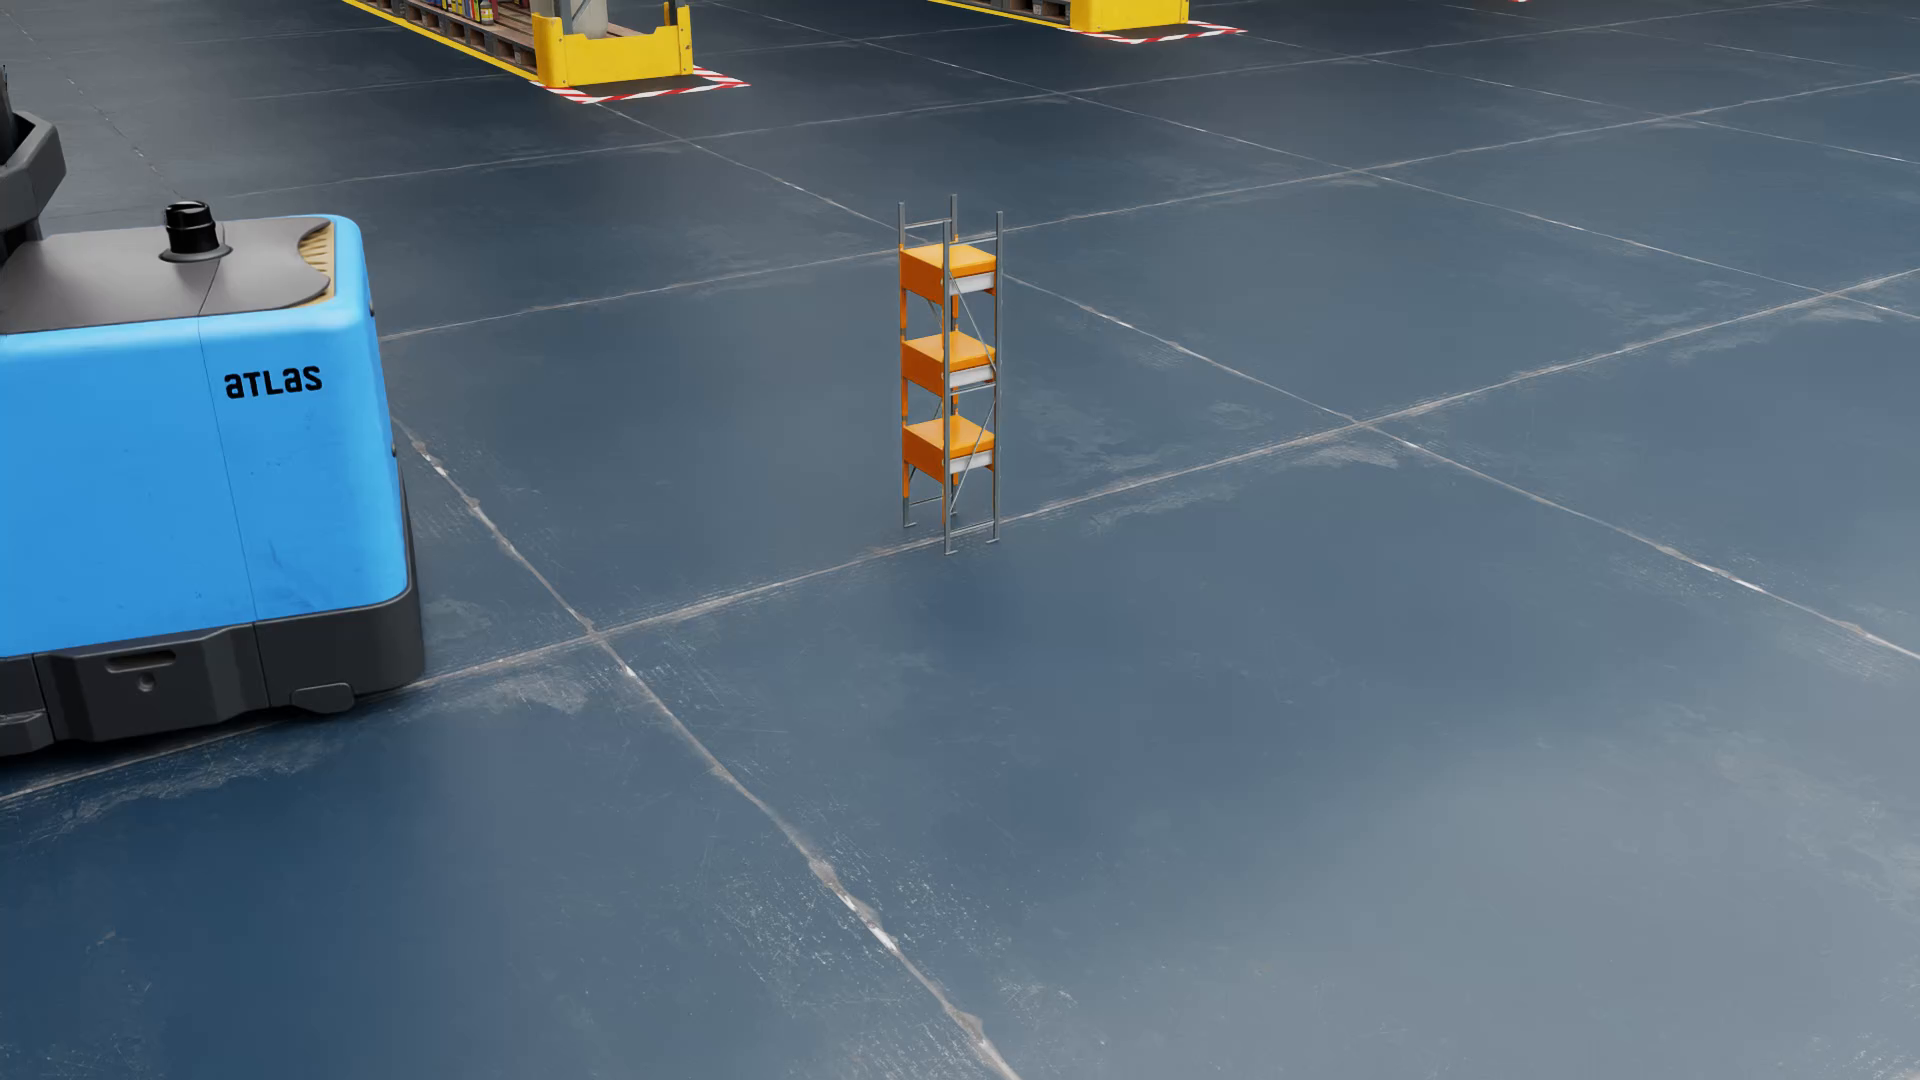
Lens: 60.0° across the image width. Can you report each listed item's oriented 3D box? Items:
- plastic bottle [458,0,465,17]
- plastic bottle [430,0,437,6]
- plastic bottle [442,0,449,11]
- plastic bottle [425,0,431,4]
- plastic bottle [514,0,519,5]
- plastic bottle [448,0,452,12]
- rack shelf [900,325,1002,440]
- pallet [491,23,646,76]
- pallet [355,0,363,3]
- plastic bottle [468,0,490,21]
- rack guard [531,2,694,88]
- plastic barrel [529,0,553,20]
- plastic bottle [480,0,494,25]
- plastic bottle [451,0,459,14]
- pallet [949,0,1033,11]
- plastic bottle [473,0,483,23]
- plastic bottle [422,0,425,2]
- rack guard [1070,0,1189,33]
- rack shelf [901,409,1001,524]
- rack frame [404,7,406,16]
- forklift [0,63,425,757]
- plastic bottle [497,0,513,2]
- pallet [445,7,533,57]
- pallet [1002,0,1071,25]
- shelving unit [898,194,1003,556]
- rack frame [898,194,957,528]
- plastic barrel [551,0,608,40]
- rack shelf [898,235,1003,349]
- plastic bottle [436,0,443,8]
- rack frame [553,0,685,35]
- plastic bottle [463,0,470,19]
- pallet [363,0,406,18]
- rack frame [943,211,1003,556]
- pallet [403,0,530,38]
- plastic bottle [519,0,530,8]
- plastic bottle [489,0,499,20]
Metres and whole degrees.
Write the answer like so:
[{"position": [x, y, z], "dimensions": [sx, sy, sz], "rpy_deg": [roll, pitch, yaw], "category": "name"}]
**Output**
[{"position": [-4.208, -4.655, 14.184], "dimensions": [0.144, 0.351, 0.185], "rpy_deg": [-14, 29, -27], "category": "plastic bottle"}, {"position": [-4.645, -4.941, 14.790], "dimensions": [0.144, 0.351, 0.185], "rpy_deg": [-15, 29, -28], "category": "plastic bottle"}, {"position": [-4.487, -4.774, 14.516], "dimensions": [0.061, 0.283, 0.133], "rpy_deg": [-14, 29, -27], "category": "plastic bottle"}, {"position": [-4.732, -4.967, 14.934], "dimensions": [0.152, 0.276, 0.135], "rpy_deg": [-14, 29, -28], "category": "plastic bottle"}, {"position": [-3.936, -4.916, 14.815], "dimensions": [0.061, 0.283, 0.133], "rpy_deg": [-16, 29, -30], "category": "plastic bottle"}, {"position": [-4.407, -4.699, 14.453], "dimensions": [0.097, 0.201, 0.097], "rpy_deg": [0, 25, 0], "category": "plastic bottle"}, {"position": [-0.029, -0.484, 5.071], "dimensions": [0.215, 0.259, 0.240], "rpy_deg": [-16, 29, -30], "category": "rack shelf"}, {"position": [-3.074, -3.942, 13.352], "dimensions": [1.003, 0.211, 1.213], "rpy_deg": [-16, 29, -30], "category": "pallet"}, {"position": [-5.869, -5.773, 17.232], "dimensions": [1.003, 0.211, 1.213], "rpy_deg": [-16, 29, -30], "category": "pallet"}, {"position": [-4.039, -4.513, 13.972], "dimensions": [0.152, 0.276, 0.135], "rpy_deg": [-15, 29, -29], "category": "plastic bottle"}, {"position": [-2.635, -3.780, 12.673], "dimensions": [1.175, 0.500, 0.348], "rpy_deg": [-16, 29, -30], "category": "rack guard"}, {"position": [-3.251, -4.356, 13.387], "dimensions": [0.421, 0.512, 0.421], "rpy_deg": [0, 25, 0], "category": "plastic barrel"}, {"position": [-3.924, -4.383, 13.783], "dimensions": [0.097, 0.201, 0.097], "rpy_deg": [0, 25, 0], "category": "plastic bottle"}, {"position": [-4.310, -4.721, 14.325], "dimensions": [0.144, 0.351, 0.185], "rpy_deg": [-16, 30, -30], "category": "plastic bottle"}, {"position": [0.478, -5.550, 16.759], "dimensions": [1.003, 0.211, 1.213], "rpy_deg": [-16, 29, -30], "category": "pallet"}, {"position": [-4.003, -4.457, 13.845], "dimensions": [0.061, 0.283, 0.133], "rpy_deg": [-15, 29, -28], "category": "plastic bottle"}, {"position": [-4.820, -4.970, 15.027], "dimensions": [0.097, 0.201, 0.097], "rpy_deg": [0, 25, 0], "category": "plastic bottle"}, {"position": [1.554, -4.946, 15.141], "dimensions": [1.175, 0.500, 0.348], "rpy_deg": [-16, 29, -30], "category": "rack guard"}, {"position": [-0.029, -0.233, 5.190], "dimensions": [0.215, 0.259, 0.240], "rpy_deg": [-16, 29, -30], "category": "rack shelf"}, {"position": [-4.738, -6.325, 15.135], "dimensions": [1.000, 3.000, 0.127], "rpy_deg": [-16, 29, -30], "category": "rack frame"}, {"position": [-2.979, -0.893, 3.707], "dimensions": [3.031, 2.935, 1.130], "rpy_deg": [-8, 27, -17], "category": "forklift"}, {"position": [-4.150, -5.017, 15.040], "dimensions": [0.152, 0.276, 0.135], "rpy_deg": [-16, 29, -30], "category": "plastic bottle"}, {"position": [-3.736, -4.378, 14.276], "dimensions": [1.003, 0.211, 1.213], "rpy_deg": [-16, 29, -30], "category": "pallet"}, {"position": [1.140, -5.114, 15.836], "dimensions": [1.003, 0.211, 1.213], "rpy_deg": [-16, 29, -30], "category": "pallet"}, {"position": [-0.029, -0.494, 5.066], "dimensions": [0.215, 1.050, 0.252], "rpy_deg": [-16, 29, -30], "category": "shelving unit"}, {"position": [-0.096, -0.538, 5.159], "dimensions": [0.200, 1.050, 0.008], "rpy_deg": [-16, 29, -30], "category": "rack frame"}, {"position": [-2.977, -4.177, 13.007], "dimensions": [0.421, 0.512, 0.421], "rpy_deg": [0, 25, 0], "category": "plastic barrel"}, {"position": [-0.029, -0.741, 4.950], "dimensions": [0.215, 0.259, 0.240], "rpy_deg": [-16, 29, -30], "category": "rack shelf"}, {"position": [-4.542, -4.873, 14.647], "dimensions": [0.144, 0.351, 0.185], "rpy_deg": [-17, 30, -32], "category": "plastic bottle"}, {"position": [-2.554, -4.895, 12.105], "dimensions": [1.000, 3.000, 0.127], "rpy_deg": [-16, 29, -30], "category": "rack frame"}, {"position": [-4.114, -4.563, 14.077], "dimensions": [0.152, 0.276, 0.135], "rpy_deg": [-16, 30, -31], "category": "plastic bottle"}, {"position": [-5.199, -5.336, 16.306], "dimensions": [1.003, 0.211, 1.213], "rpy_deg": [-16, 29, -30], "category": "pallet"}, {"position": [0.037, -0.450, 4.974], "dimensions": [0.200, 1.050, 0.008], "rpy_deg": [-16, 29, -30], "category": "rack frame"}, {"position": [-4.406, -4.814, 15.201], "dimensions": [1.003, 0.211, 1.213], "rpy_deg": [-16, 29, -30], "category": "pallet"}, {"position": [-3.867, -4.865, 14.707], "dimensions": [0.061, 0.283, 0.133], "rpy_deg": [-16, 29, -30], "category": "plastic bottle"}, {"position": [-3.950, -4.542, 14.023], "dimensions": [0.061, 0.283, 0.133], "rpy_deg": [-16, 29, -30], "category": "plastic bottle"}]
